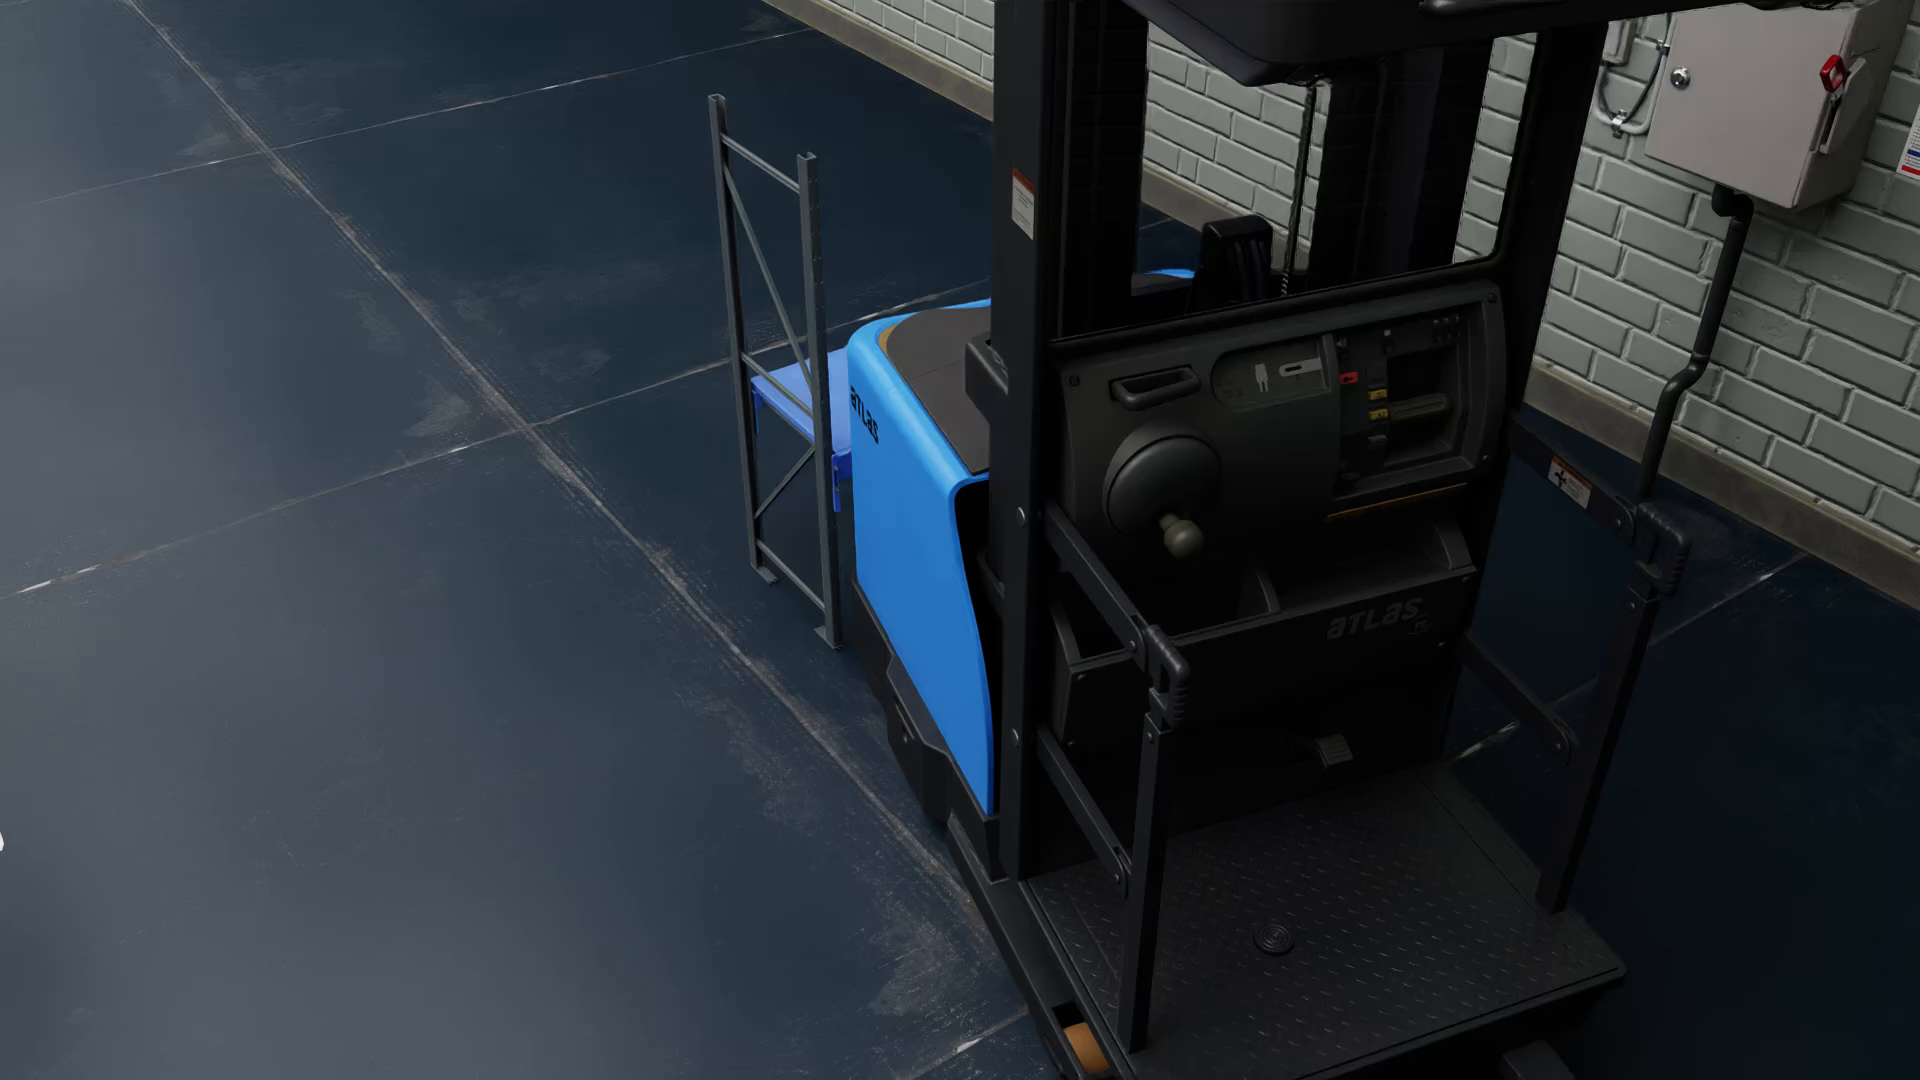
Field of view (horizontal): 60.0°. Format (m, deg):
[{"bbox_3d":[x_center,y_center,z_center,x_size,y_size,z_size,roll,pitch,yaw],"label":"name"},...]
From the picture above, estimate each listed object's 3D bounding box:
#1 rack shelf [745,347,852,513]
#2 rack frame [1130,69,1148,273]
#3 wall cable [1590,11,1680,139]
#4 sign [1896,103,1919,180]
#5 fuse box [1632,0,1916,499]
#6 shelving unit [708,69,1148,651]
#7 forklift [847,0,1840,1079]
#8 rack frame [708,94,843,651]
[{"bbox_3d":[-0.074,-0.436,4.880,1.000,0.185,0.538,-22,41,-27],"label":"rack shelf"},{"bbox_3d":[0.345,-0.750,5.009,0.032,1.500,0.500,-22,41,-27],"label":"rack frame"},{"bbox_3d":[1.966,-2.137,4.782,0.122,1.984,0.588,-22,41,-28],"label":"wall cable"},{"bbox_3d":[2.684,-1.141,4.349,0.001,0.494,0.329,-22,41,-28],"label":"sign"},{"bbox_3d":[2.230,-0.823,4.928,0.414,1.711,0.539,-22,41,-28],"label":"fuse box"},{"bbox_3d":[-0.074,-0.582,4.775,1.048,1.500,0.538,-22,41,-27],"label":"shelving unit"},{"bbox_3d":[0.701,-0.161,2.963,1.130,2.935,3.031,-13,38,-17],"label":"forklift"},{"bbox_3d":[-0.493,-0.414,4.541,0.032,1.500,0.500,-22,41,-27],"label":"rack frame"}]
